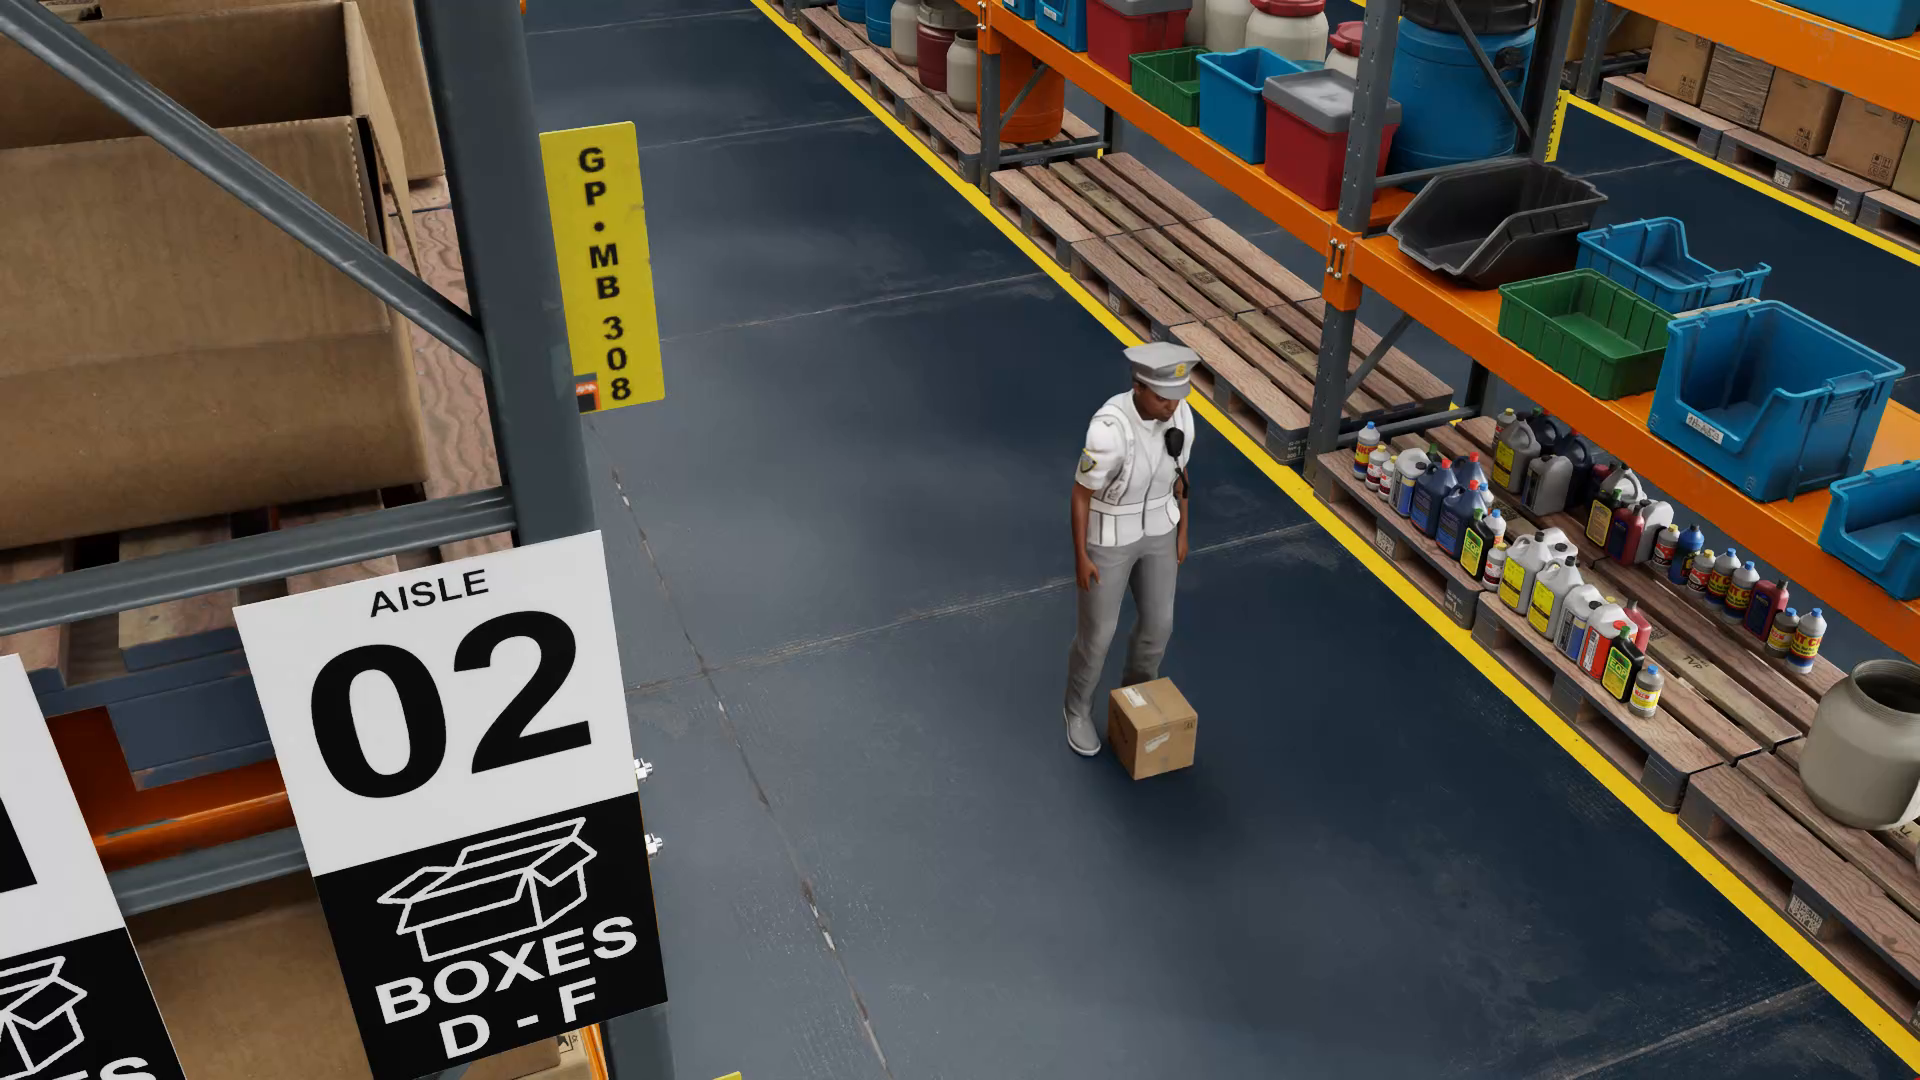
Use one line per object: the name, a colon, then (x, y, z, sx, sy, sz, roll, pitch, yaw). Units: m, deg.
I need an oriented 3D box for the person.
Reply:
person: (0.624, 0.015, 6.119, 0.505, 1.659, 0.392, -13, 36, -18)
